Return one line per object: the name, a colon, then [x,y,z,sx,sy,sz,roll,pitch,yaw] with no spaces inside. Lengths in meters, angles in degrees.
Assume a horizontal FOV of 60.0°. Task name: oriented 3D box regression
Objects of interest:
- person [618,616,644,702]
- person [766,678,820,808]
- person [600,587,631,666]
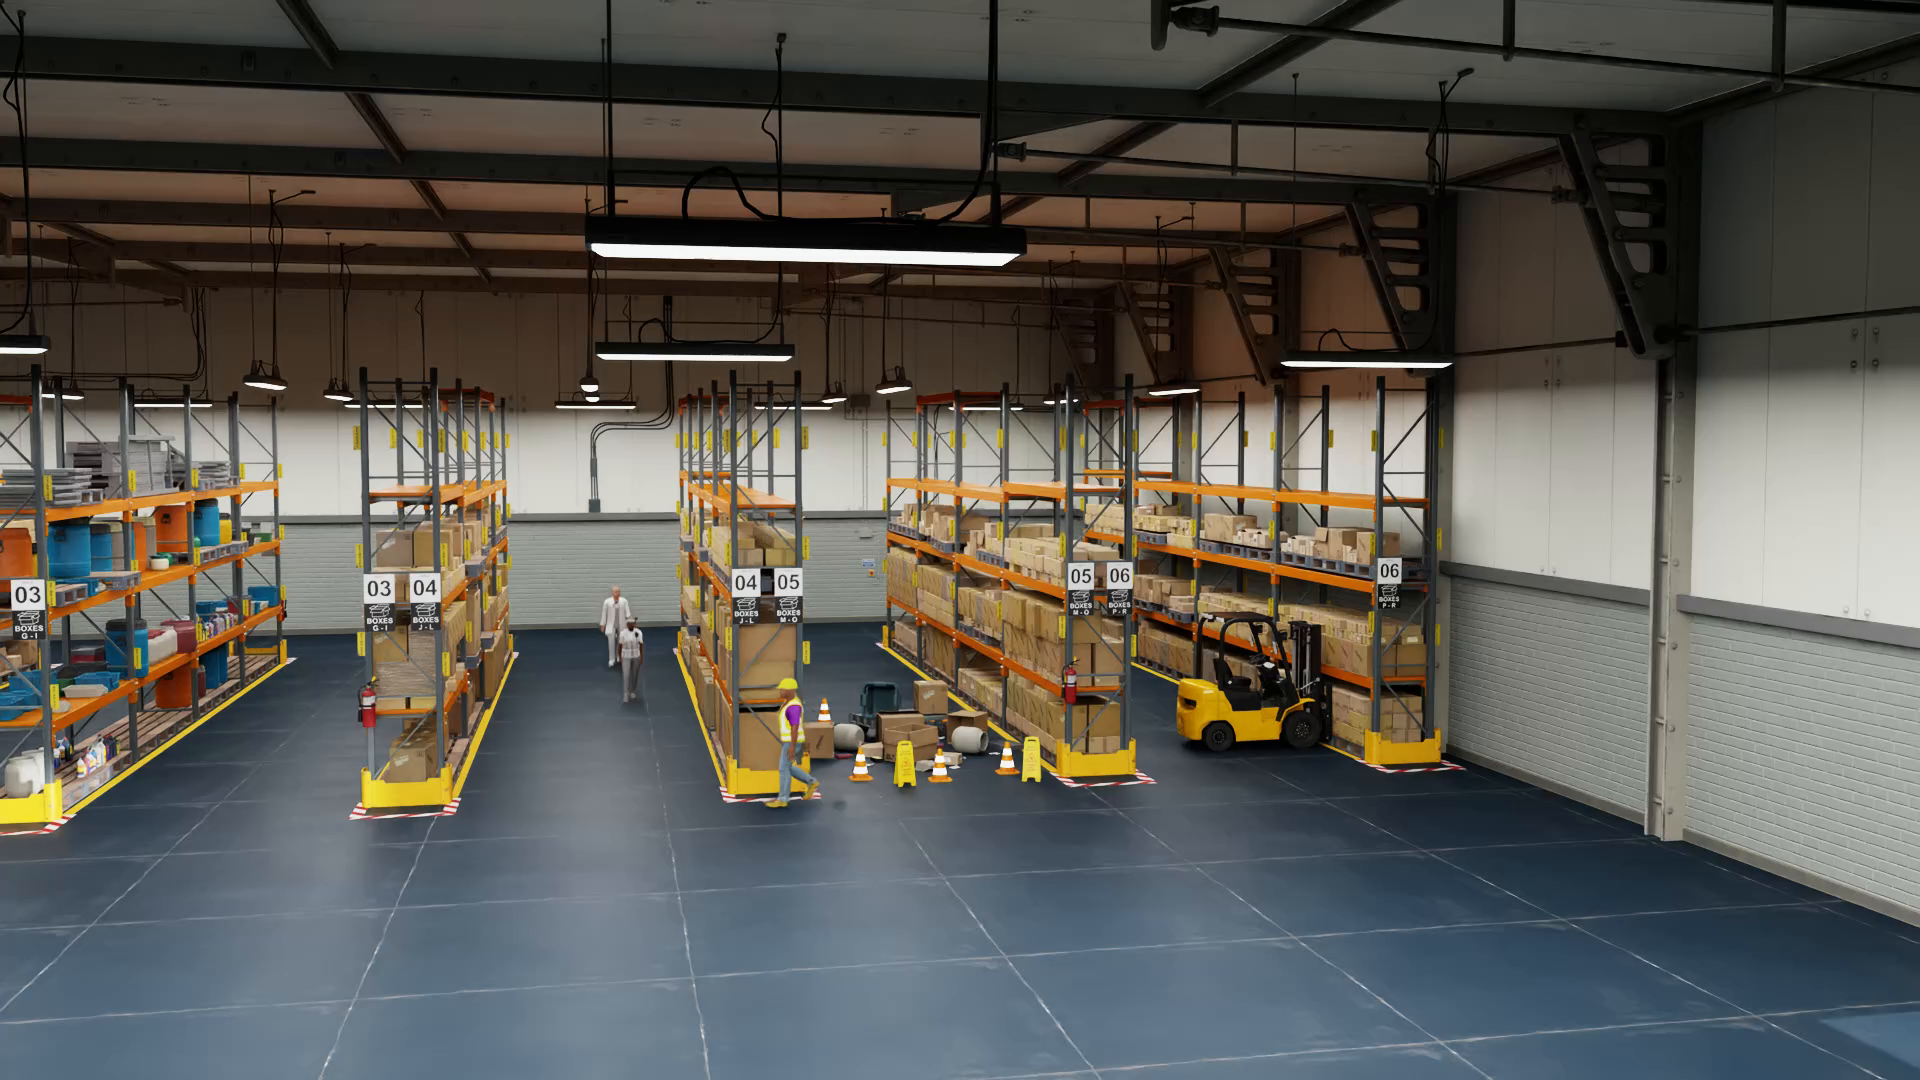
person: [-6.316,2.264,31.919,0.488,1.632,0.951,-1,4,-23]
person: [-2.300,2.763,22.799,0.762,1.753,0.633,-1,3,-11]
person: [-7.681,1.904,37.110,0.661,1.717,1.114,-1,4,-17]
